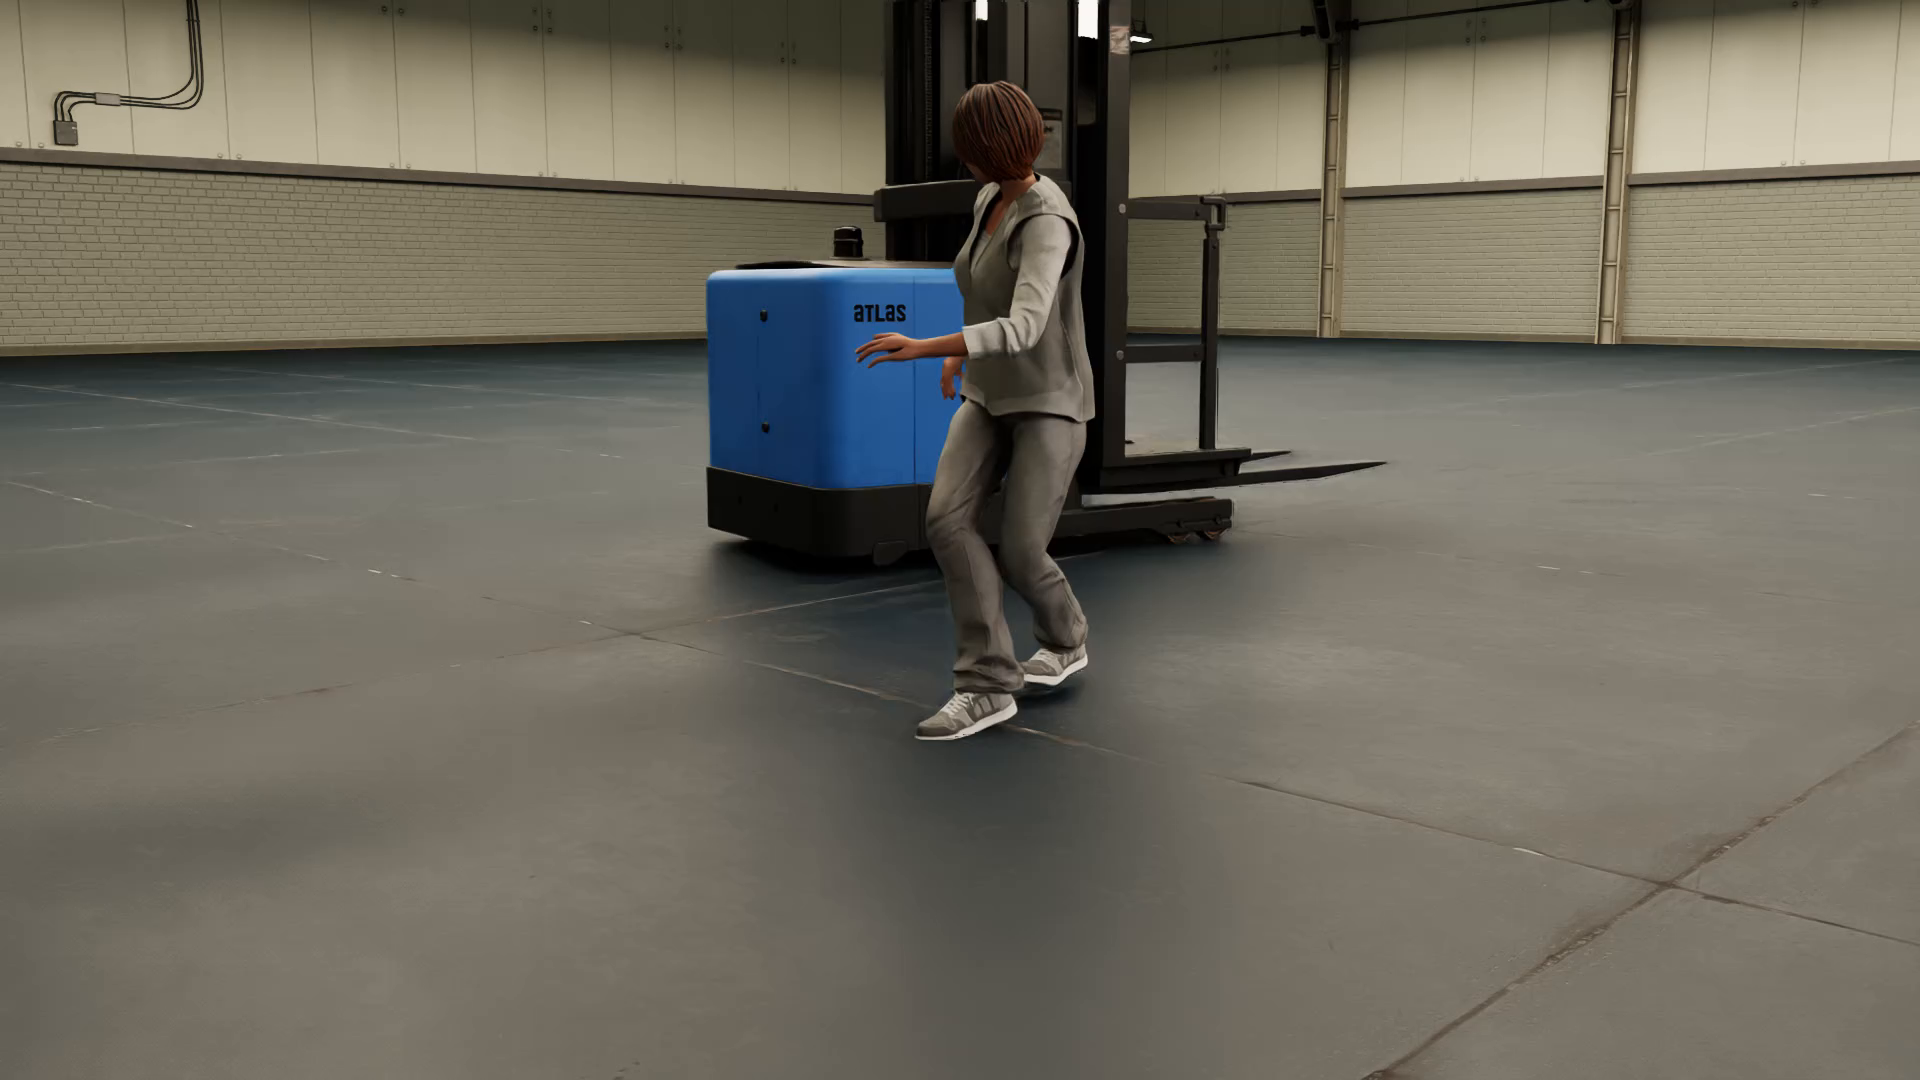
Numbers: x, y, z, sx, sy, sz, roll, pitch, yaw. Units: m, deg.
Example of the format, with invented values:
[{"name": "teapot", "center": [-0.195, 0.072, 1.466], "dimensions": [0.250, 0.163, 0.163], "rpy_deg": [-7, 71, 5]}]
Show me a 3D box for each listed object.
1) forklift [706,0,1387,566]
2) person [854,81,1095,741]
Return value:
[{"name": "forklift", "center": [0.506, -1.500, 6.837], "dimensions": [3.031, 2.935, 1.130], "rpy_deg": [-6, 10, -33]}, {"name": "person", "center": [0.016, -0.311, 3.951], "dimensions": [0.755, 1.478, 0.676], "rpy_deg": [-7, 11, -40]}]
